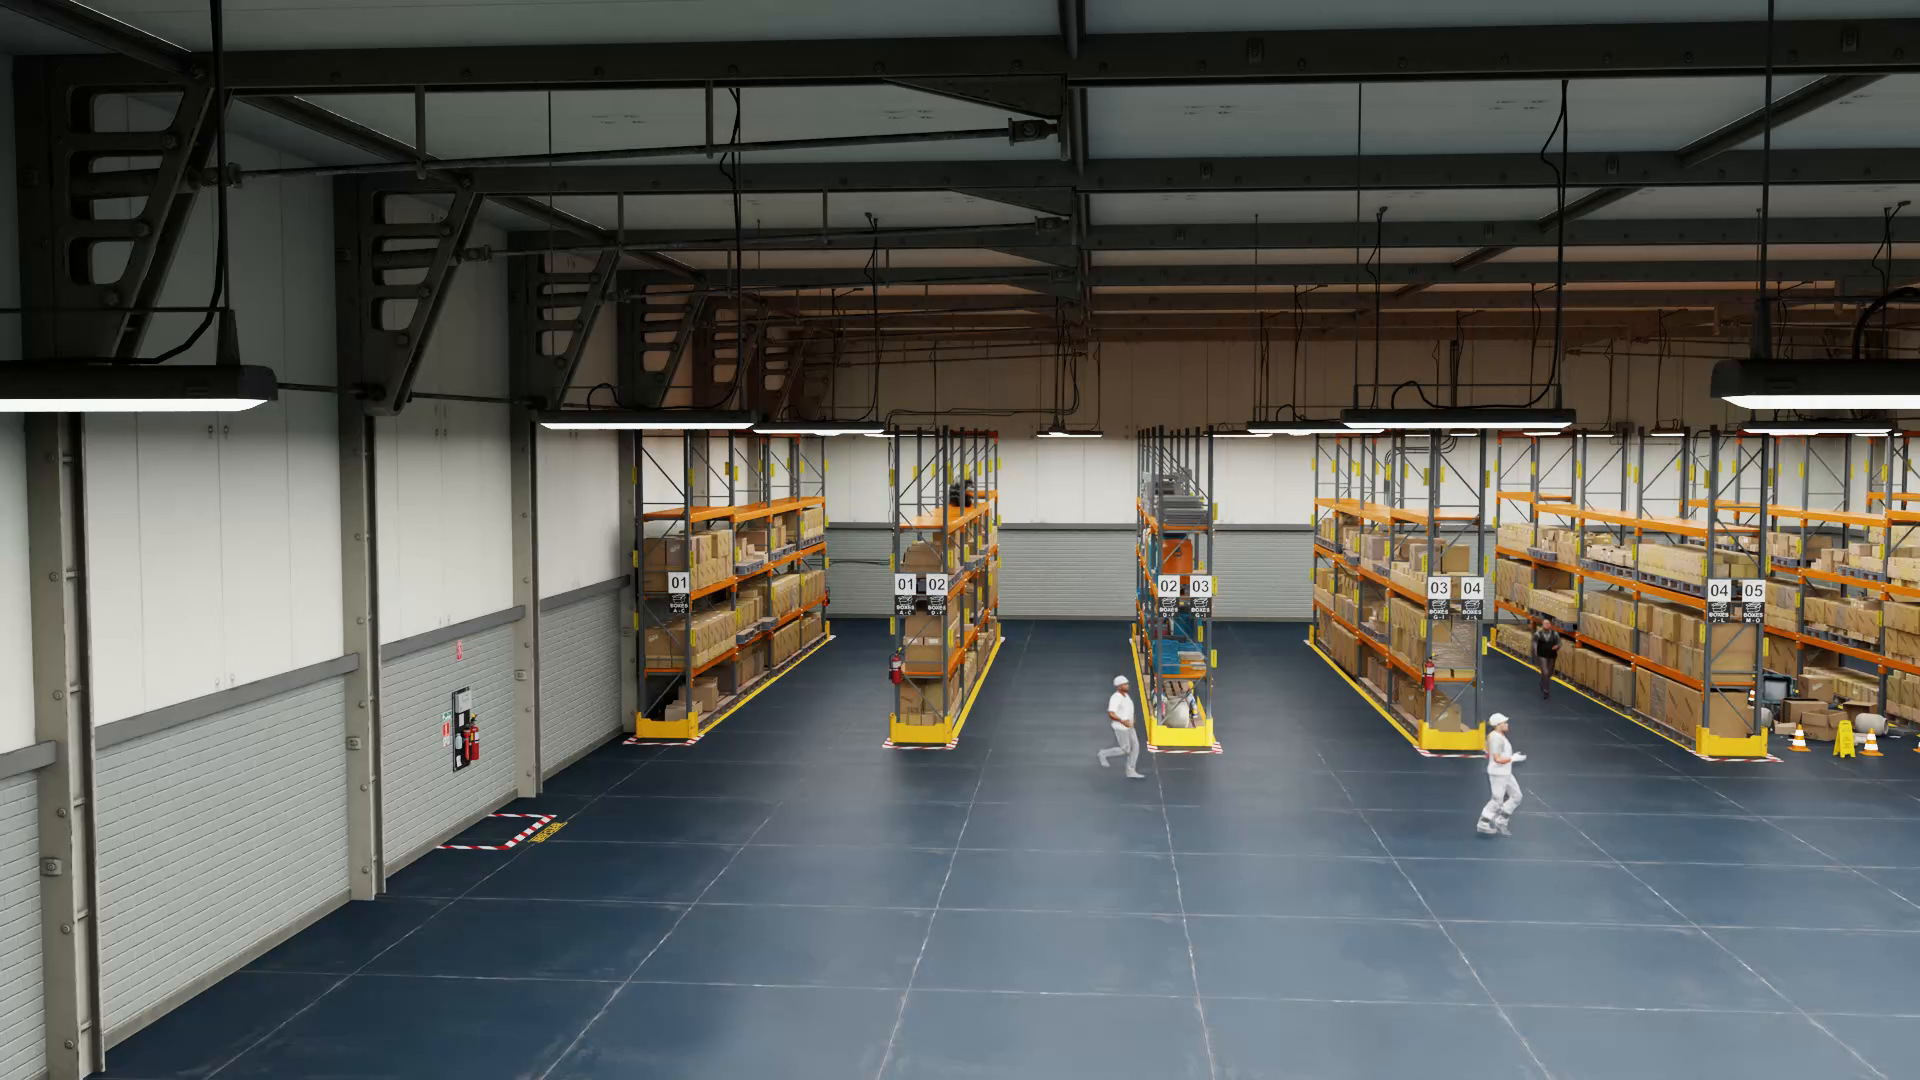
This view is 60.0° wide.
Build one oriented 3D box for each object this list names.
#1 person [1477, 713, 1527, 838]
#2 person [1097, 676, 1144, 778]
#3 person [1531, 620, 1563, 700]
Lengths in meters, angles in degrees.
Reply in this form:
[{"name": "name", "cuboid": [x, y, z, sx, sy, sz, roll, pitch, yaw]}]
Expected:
[{"name": "person", "cuboid": [7.805, 3.395, 23.909, 0.681, 1.809, 0.635, 2, 4, 28]}, {"name": "person", "cuboid": [2.751, 3.168, 28.239, 0.815, 1.727, 0.712, 2, 4, 27]}, {"name": "person", "cuboid": [13.081, 2.638, 37.052, 0.648, 1.735, 0.890, 0, 3, 8]}]
